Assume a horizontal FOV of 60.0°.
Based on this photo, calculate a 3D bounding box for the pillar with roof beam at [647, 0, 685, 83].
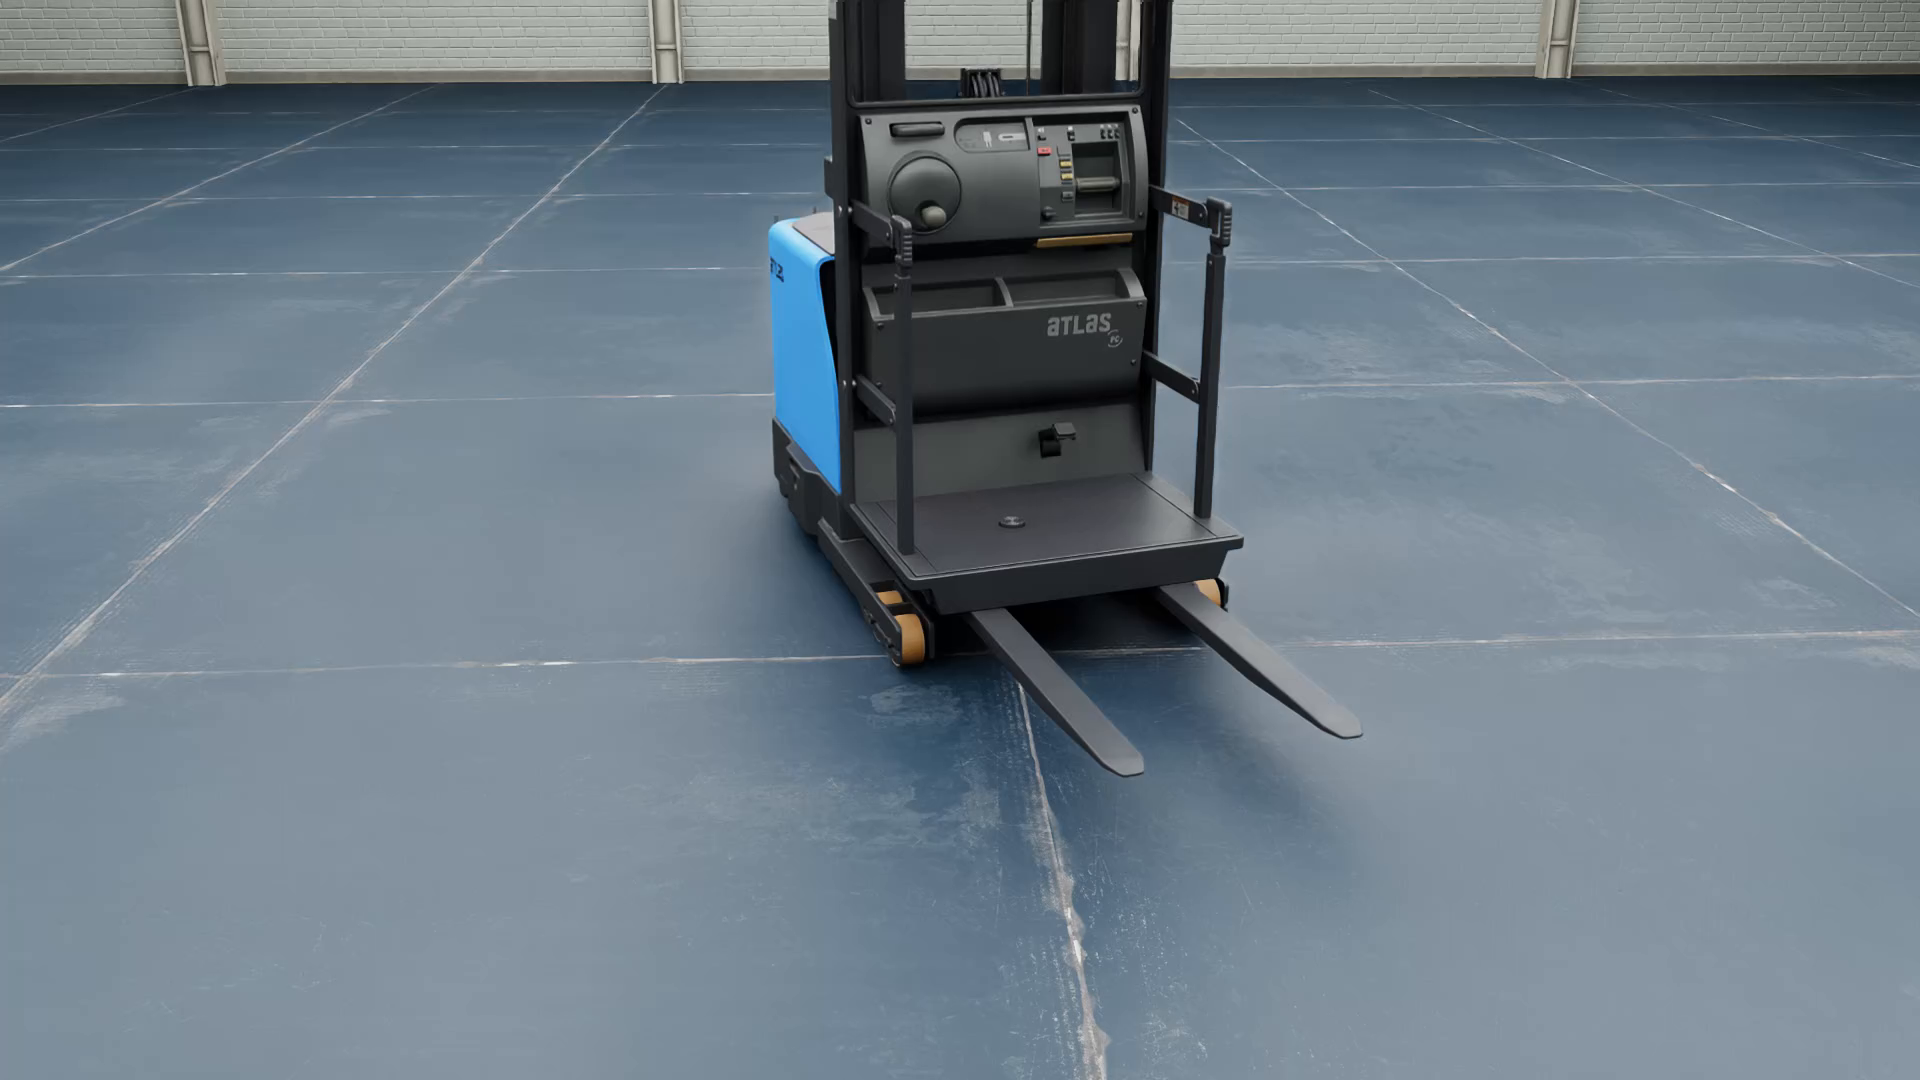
[{"bbox_3d":[-3.627,-8.769,16.507,0.400,9.000,9.100,-1,21,-3],"label":"pillar with roof beam"}]

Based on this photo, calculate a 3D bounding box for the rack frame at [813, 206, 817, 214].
[{"bbox_3d":[-0.509,-0.836,6.843,0.200,1.050,0.008,14,25,32],"label":"rack frame"}]

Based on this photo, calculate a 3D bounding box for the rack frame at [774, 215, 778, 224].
[{"bbox_3d":[-0.646,-0.765,6.654,0.200,1.050,0.008,14,25,32],"label":"rack frame"}]

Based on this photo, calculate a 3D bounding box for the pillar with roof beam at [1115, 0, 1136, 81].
[{"bbox_3d":[2.363,-8.891,16.827,0.400,9.000,9.100,-1,21,-3],"label":"pillar with roof beam"}]

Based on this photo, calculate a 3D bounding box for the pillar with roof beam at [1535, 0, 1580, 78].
[{"bbox_3d":[8.353,-9.013,17.148,0.400,9.000,9.100,-1,21,-3],"label":"pillar with roof beam"}]

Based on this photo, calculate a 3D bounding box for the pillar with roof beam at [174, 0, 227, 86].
[{"bbox_3d":[-9.618,-8.648,16.187,0.400,9.000,9.100,-1,21,-3],"label":"pillar with roof beam"}]

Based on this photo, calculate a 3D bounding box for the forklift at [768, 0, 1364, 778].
[{"bbox_3d":[0.218,-1.142,5.001,1.130,2.935,3.031,-7,22,-18],"label":"forklift"}]

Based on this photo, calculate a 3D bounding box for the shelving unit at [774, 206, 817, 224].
[{"bbox_3d":[-0.577,-0.801,6.748,0.215,1.050,0.252,14,25,32],"label":"shelving unit"}]
